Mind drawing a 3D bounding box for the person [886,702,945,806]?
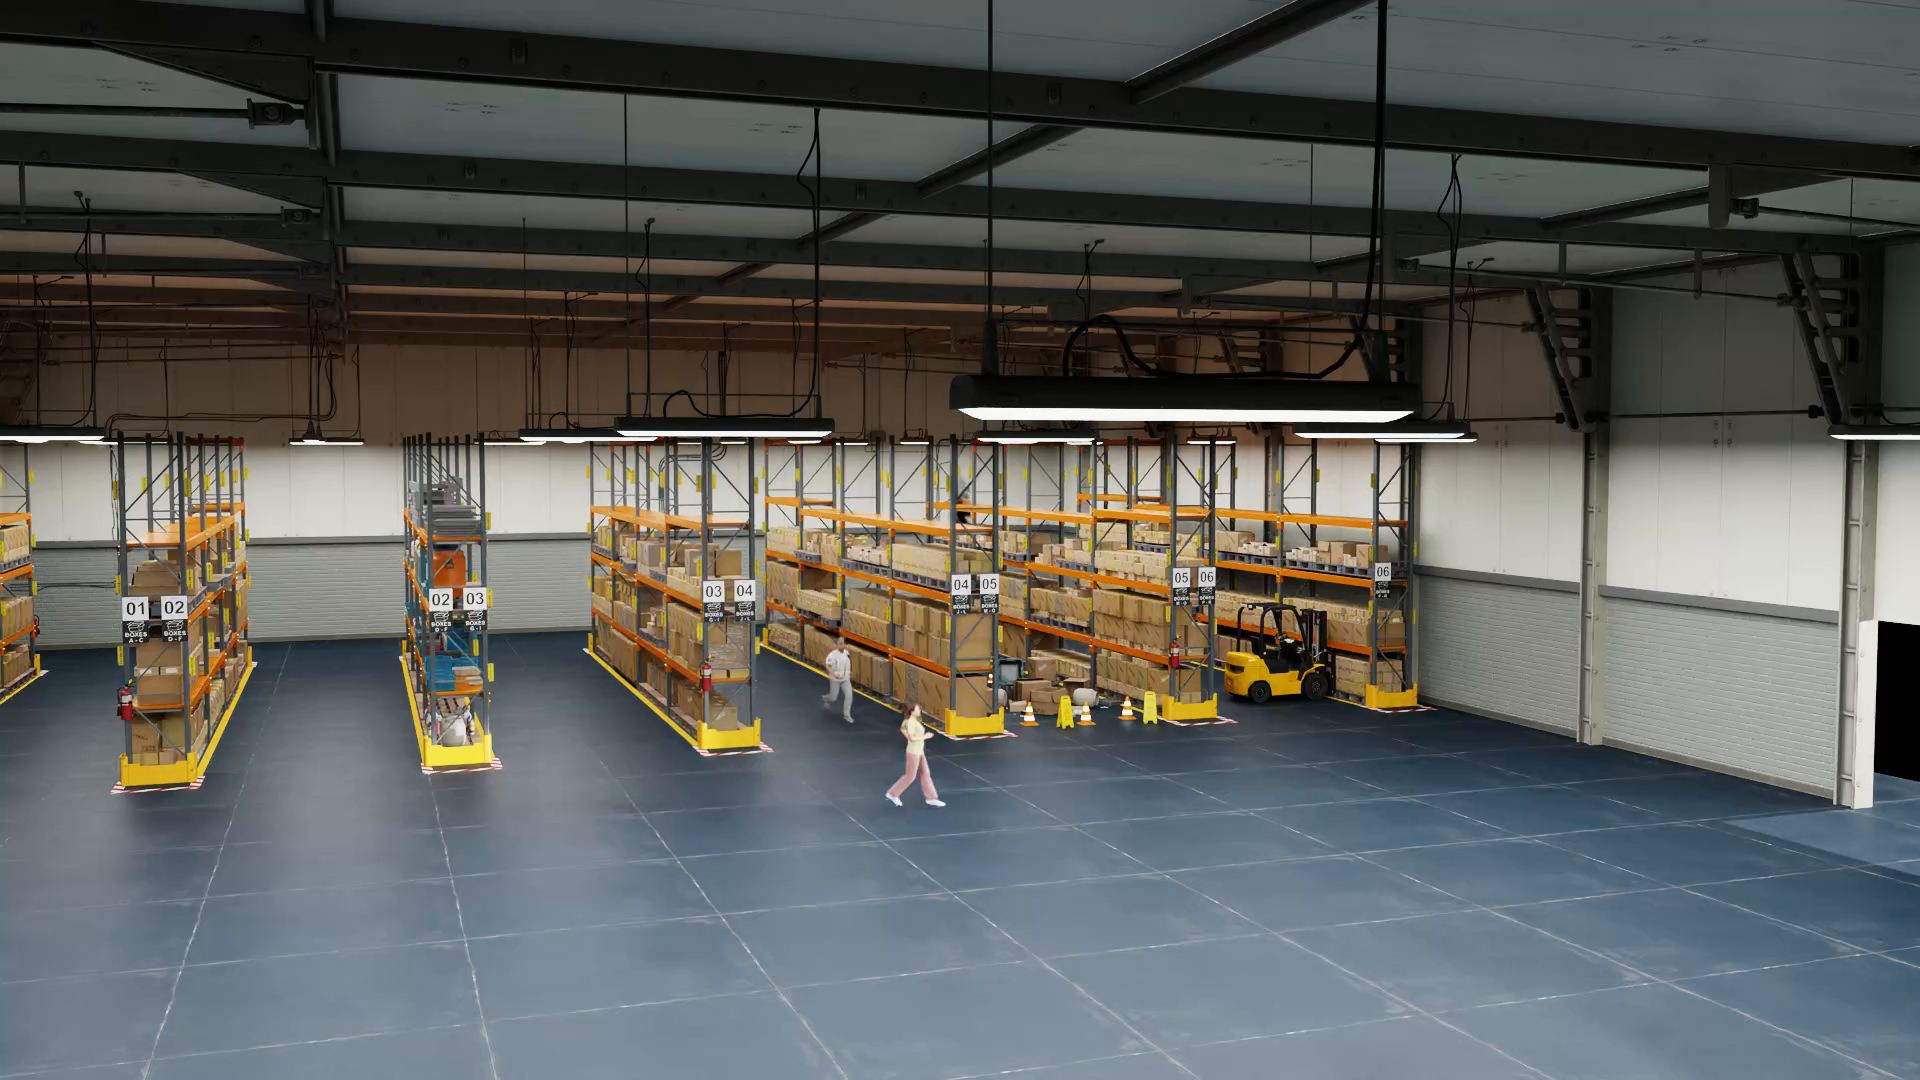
[{"bbox_3d":[-0.708,3.388,26.283,0.941,1.662,0.574,0,3,5],"label":"person"}]

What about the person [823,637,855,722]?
[{"bbox_3d":[-2.551,2.931,35.053,0.642,1.779,1.029,-2,4,-32],"label":"person"}]

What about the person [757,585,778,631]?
[{"bbox_3d":[-5.693,1.881,49.458,0.683,1.687,0.626,-2,4,-30],"label":"person"}]
